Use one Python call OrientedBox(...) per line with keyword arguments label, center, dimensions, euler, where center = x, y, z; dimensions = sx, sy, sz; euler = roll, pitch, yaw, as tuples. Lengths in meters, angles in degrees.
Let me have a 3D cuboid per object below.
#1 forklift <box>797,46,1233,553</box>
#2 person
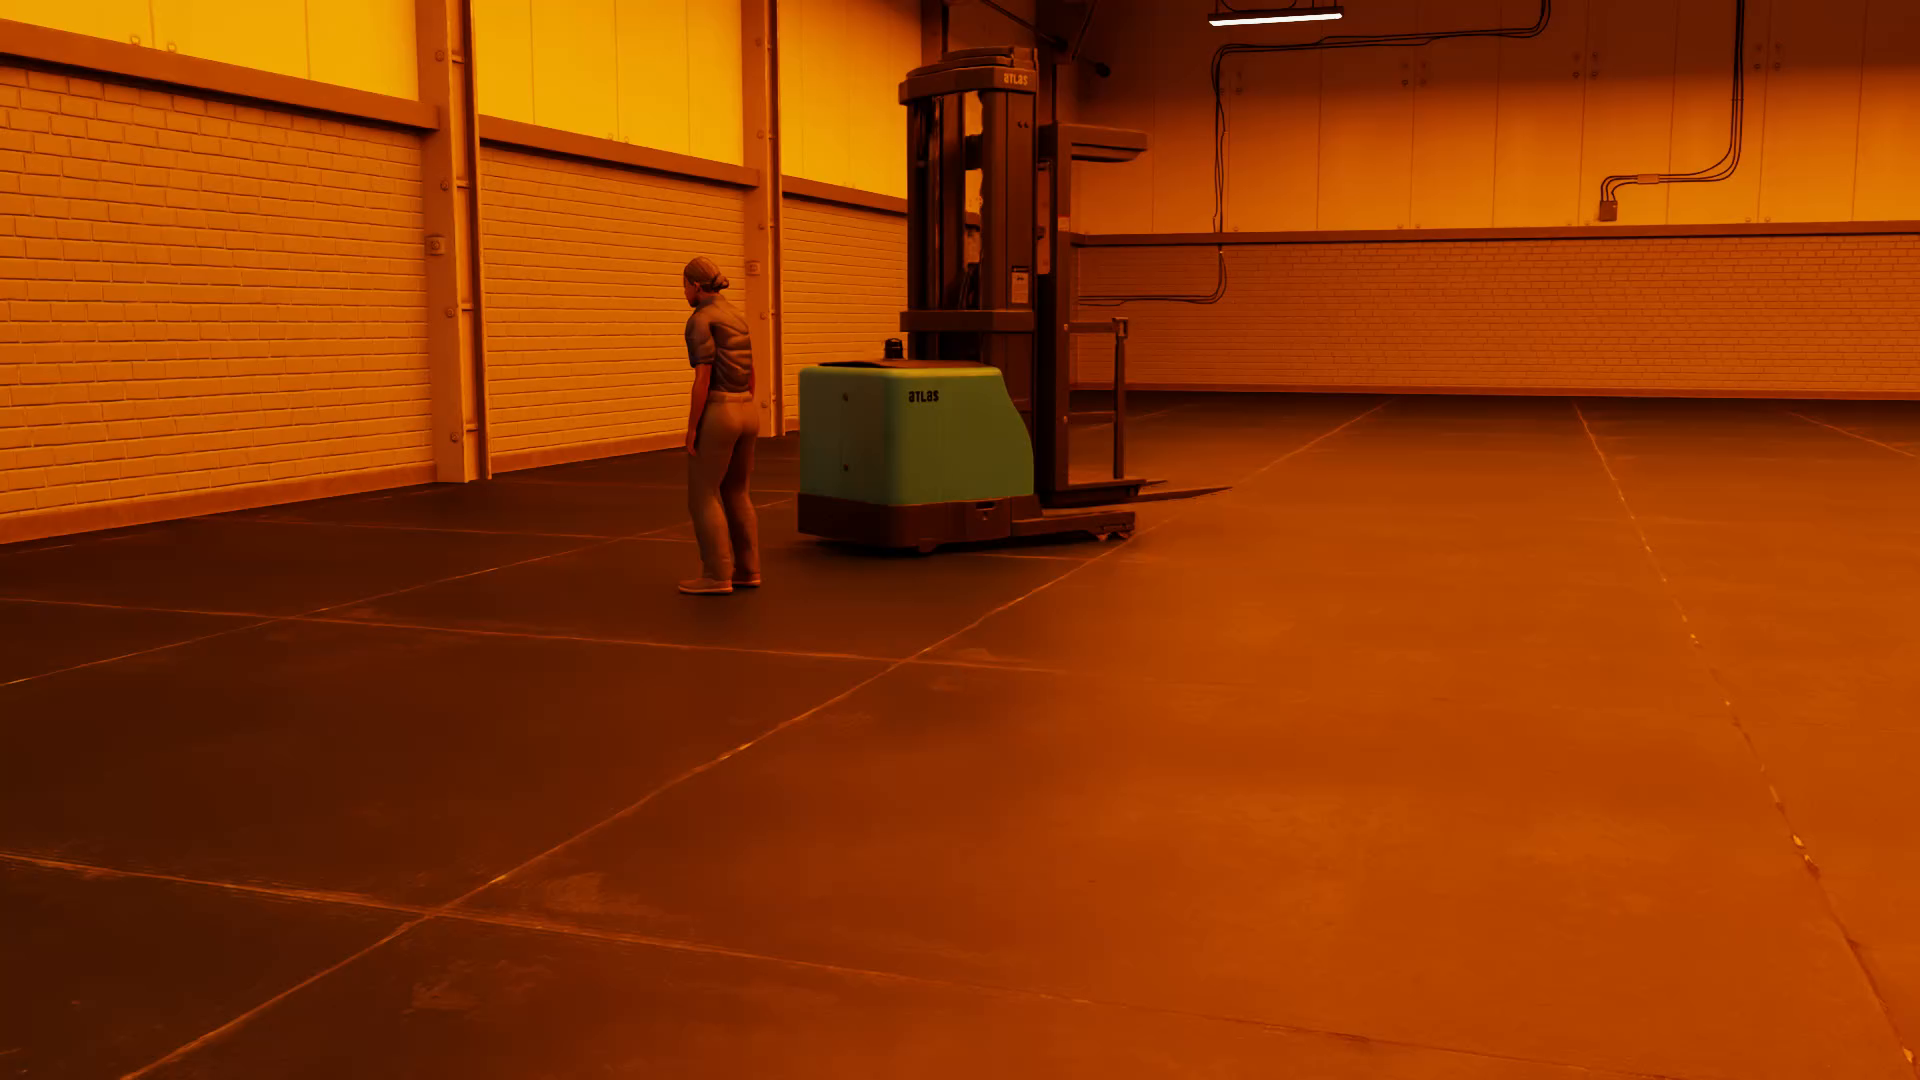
OrientedBox(label="forklift", center=(0.476, -1.506, 10.491), dimensions=(3.031, 2.935, 1.130), euler=(-6, 9, -38))
OrientedBox(label="person", center=(-1.188, -0.568, 8.235), dimensions=(0.349, 1.653, 0.522), euler=(4, 8, 27))
